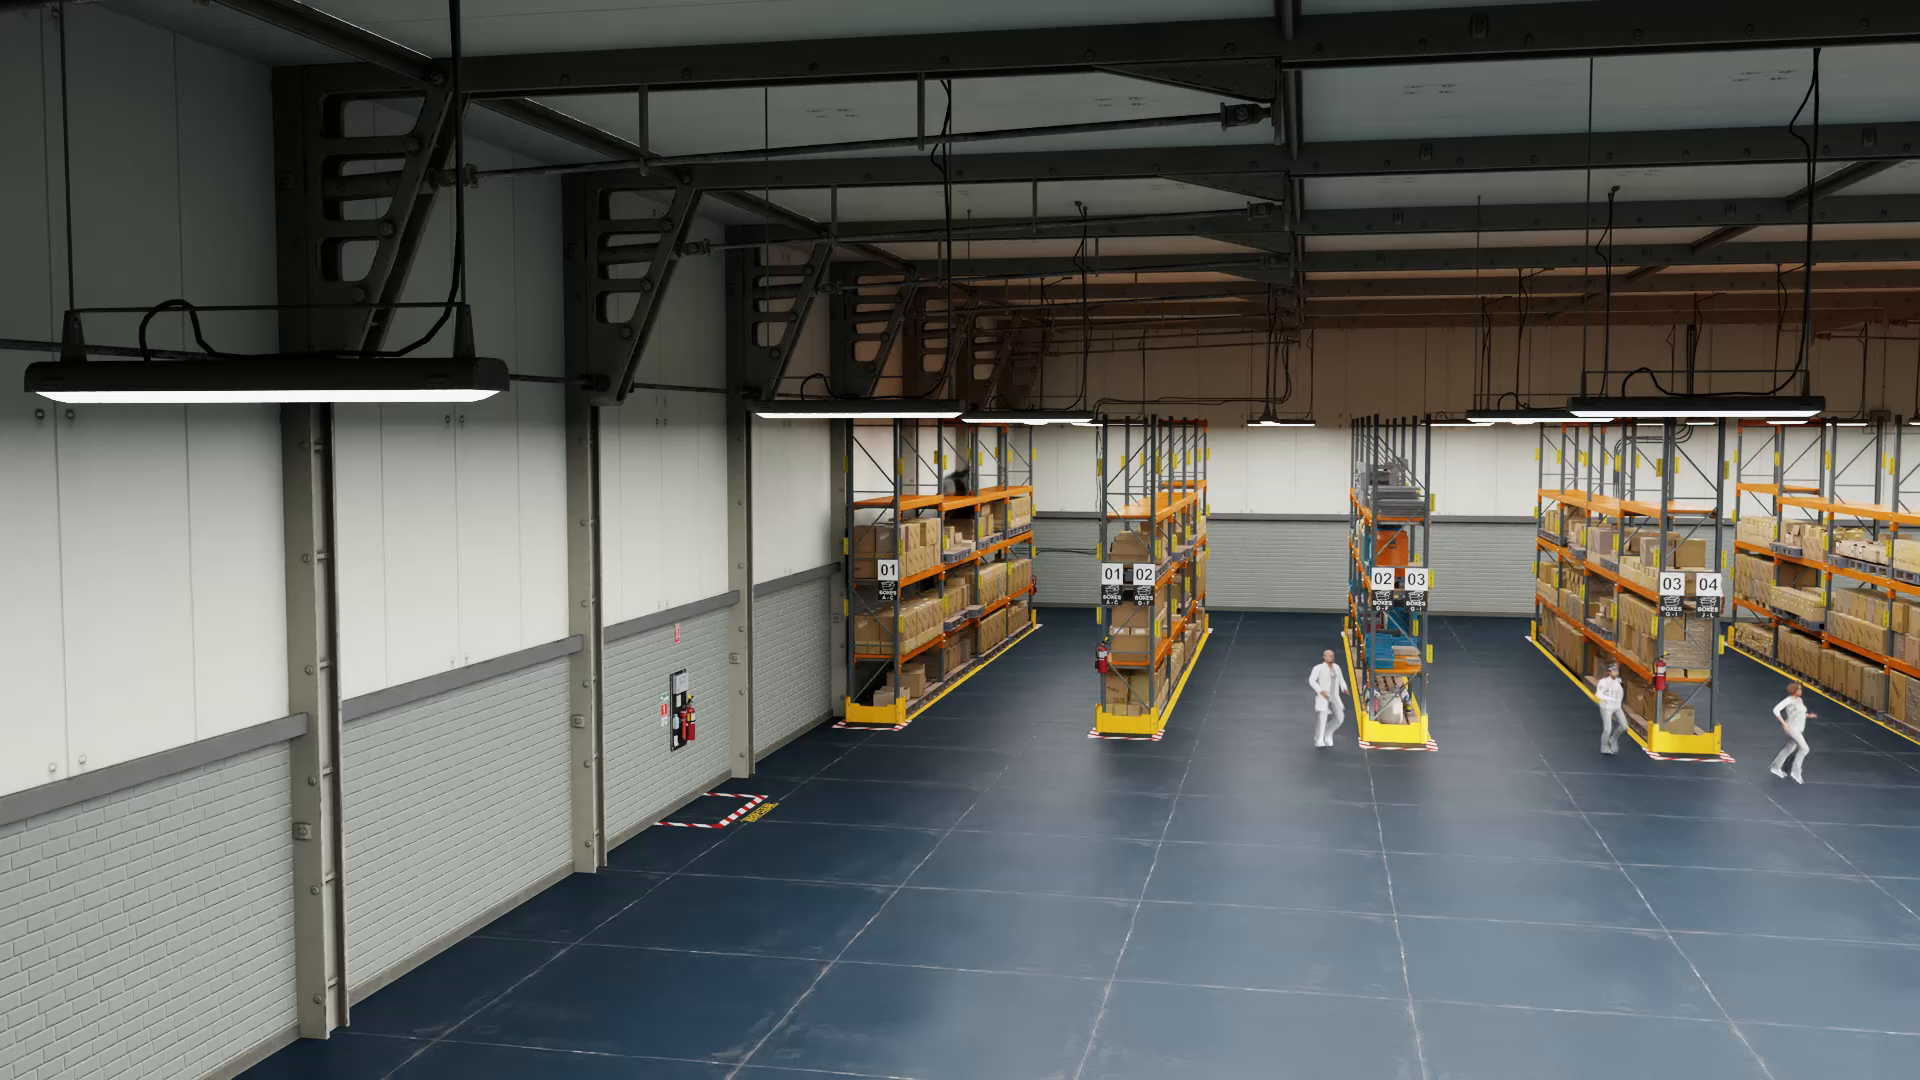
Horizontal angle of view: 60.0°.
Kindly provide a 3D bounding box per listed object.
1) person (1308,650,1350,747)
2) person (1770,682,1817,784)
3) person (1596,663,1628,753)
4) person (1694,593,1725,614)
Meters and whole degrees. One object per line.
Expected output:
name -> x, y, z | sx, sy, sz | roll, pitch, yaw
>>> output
person -> 6.649, 2.857, 29.938 | 0.778, 1.740, 0.538 | -1, 4, -18
person -> 13.527, 3.123, 26.989 | 0.702, 1.636, 0.505 | 4, 5, 43
person -> 11.432, 2.950, 29.111 | 0.619, 1.627, 0.629 | -1, 4, -10
person -> 20.172, 1.875, 44.839 | 0.663, 1.720, 0.727 | -1, 4, -17
